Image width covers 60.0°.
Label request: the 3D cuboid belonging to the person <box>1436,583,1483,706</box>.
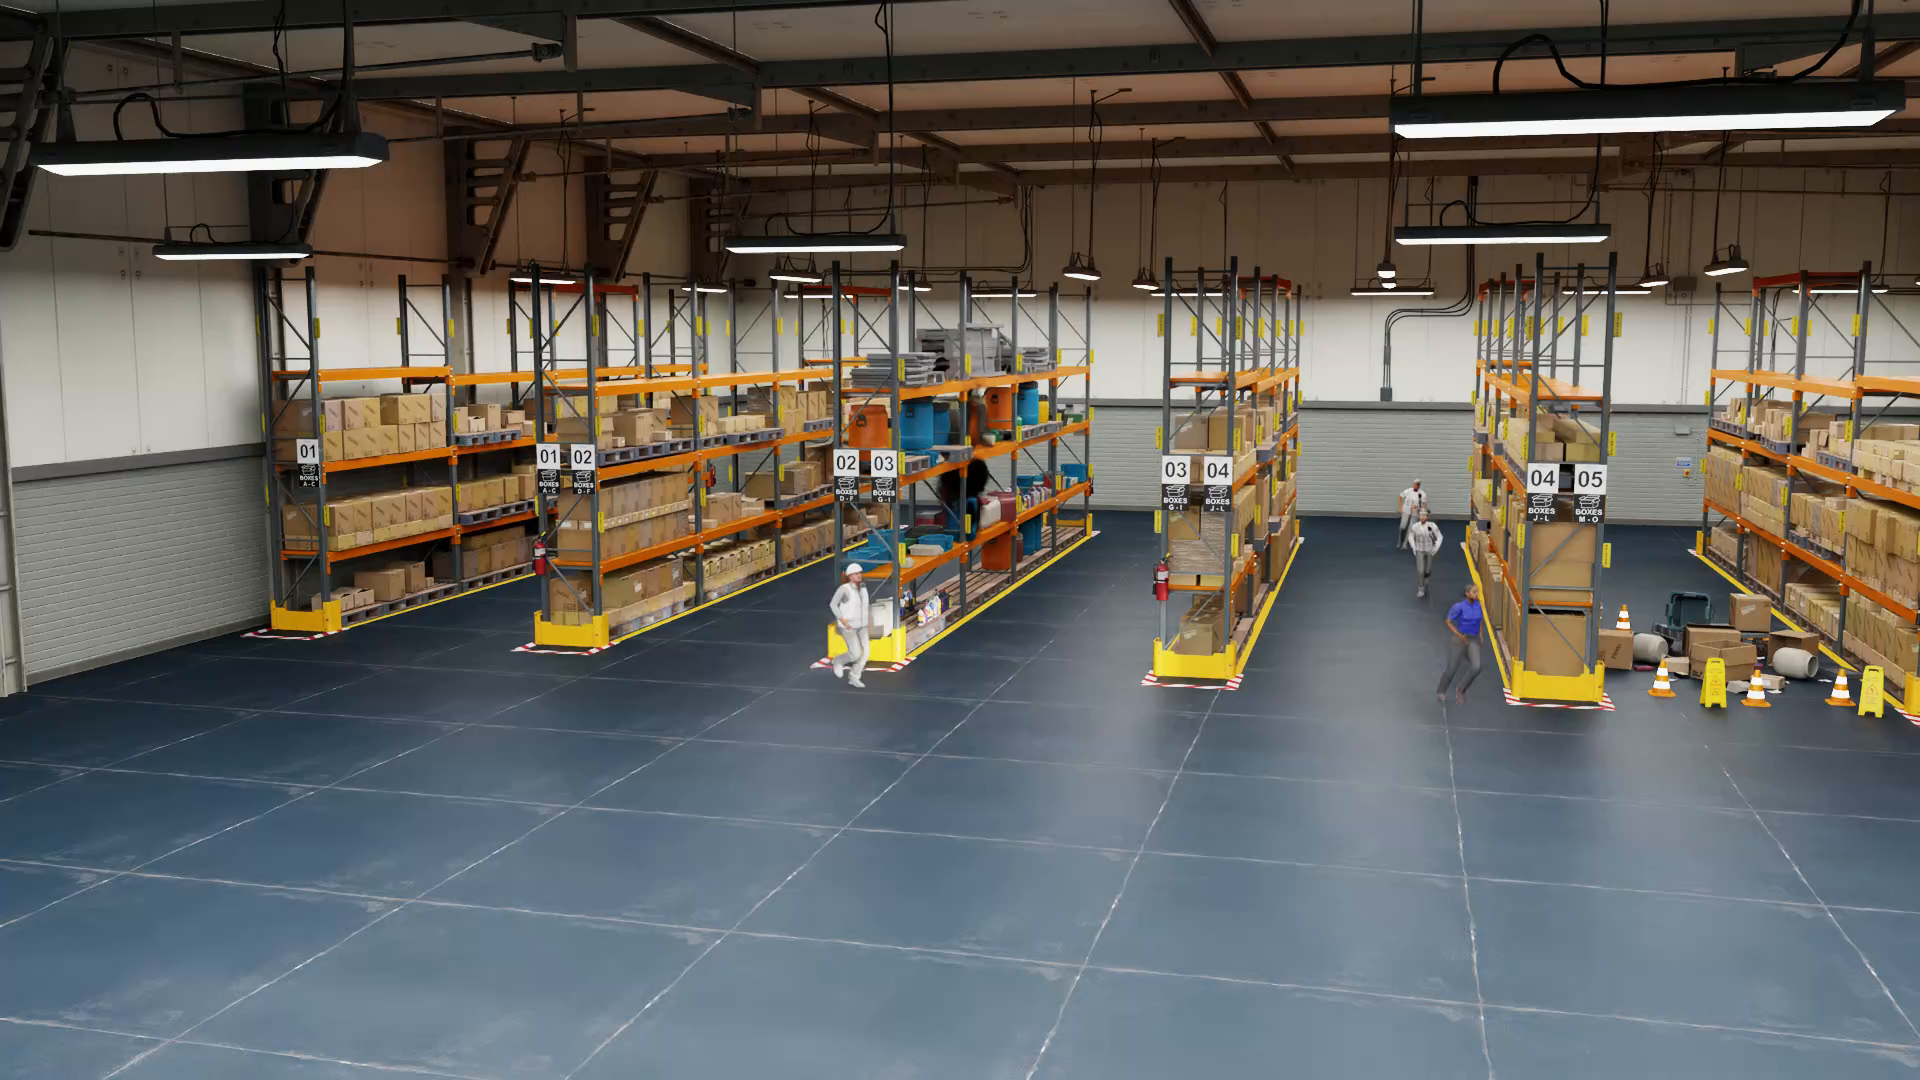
[{"bbox_3d":[6.778,1.394,22.256,0.647,1.635,0.631,-2,7,-12],"label":"person"}]

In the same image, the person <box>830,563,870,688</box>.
[{"bbox_3d":[-1.536,1.194,23.404,0.556,1.755,0.680,7,10,44],"label":"person"}]

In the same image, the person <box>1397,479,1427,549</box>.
[{"bbox_3d":[10.261,-0.578,37.748,0.628,1.617,0.527,2,7,13],"label":"person"}]

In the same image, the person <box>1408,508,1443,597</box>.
[{"bbox_3d":[8.767,0.215,31.362,0.626,1.681,0.578,3,8,20],"label":"person"}]
